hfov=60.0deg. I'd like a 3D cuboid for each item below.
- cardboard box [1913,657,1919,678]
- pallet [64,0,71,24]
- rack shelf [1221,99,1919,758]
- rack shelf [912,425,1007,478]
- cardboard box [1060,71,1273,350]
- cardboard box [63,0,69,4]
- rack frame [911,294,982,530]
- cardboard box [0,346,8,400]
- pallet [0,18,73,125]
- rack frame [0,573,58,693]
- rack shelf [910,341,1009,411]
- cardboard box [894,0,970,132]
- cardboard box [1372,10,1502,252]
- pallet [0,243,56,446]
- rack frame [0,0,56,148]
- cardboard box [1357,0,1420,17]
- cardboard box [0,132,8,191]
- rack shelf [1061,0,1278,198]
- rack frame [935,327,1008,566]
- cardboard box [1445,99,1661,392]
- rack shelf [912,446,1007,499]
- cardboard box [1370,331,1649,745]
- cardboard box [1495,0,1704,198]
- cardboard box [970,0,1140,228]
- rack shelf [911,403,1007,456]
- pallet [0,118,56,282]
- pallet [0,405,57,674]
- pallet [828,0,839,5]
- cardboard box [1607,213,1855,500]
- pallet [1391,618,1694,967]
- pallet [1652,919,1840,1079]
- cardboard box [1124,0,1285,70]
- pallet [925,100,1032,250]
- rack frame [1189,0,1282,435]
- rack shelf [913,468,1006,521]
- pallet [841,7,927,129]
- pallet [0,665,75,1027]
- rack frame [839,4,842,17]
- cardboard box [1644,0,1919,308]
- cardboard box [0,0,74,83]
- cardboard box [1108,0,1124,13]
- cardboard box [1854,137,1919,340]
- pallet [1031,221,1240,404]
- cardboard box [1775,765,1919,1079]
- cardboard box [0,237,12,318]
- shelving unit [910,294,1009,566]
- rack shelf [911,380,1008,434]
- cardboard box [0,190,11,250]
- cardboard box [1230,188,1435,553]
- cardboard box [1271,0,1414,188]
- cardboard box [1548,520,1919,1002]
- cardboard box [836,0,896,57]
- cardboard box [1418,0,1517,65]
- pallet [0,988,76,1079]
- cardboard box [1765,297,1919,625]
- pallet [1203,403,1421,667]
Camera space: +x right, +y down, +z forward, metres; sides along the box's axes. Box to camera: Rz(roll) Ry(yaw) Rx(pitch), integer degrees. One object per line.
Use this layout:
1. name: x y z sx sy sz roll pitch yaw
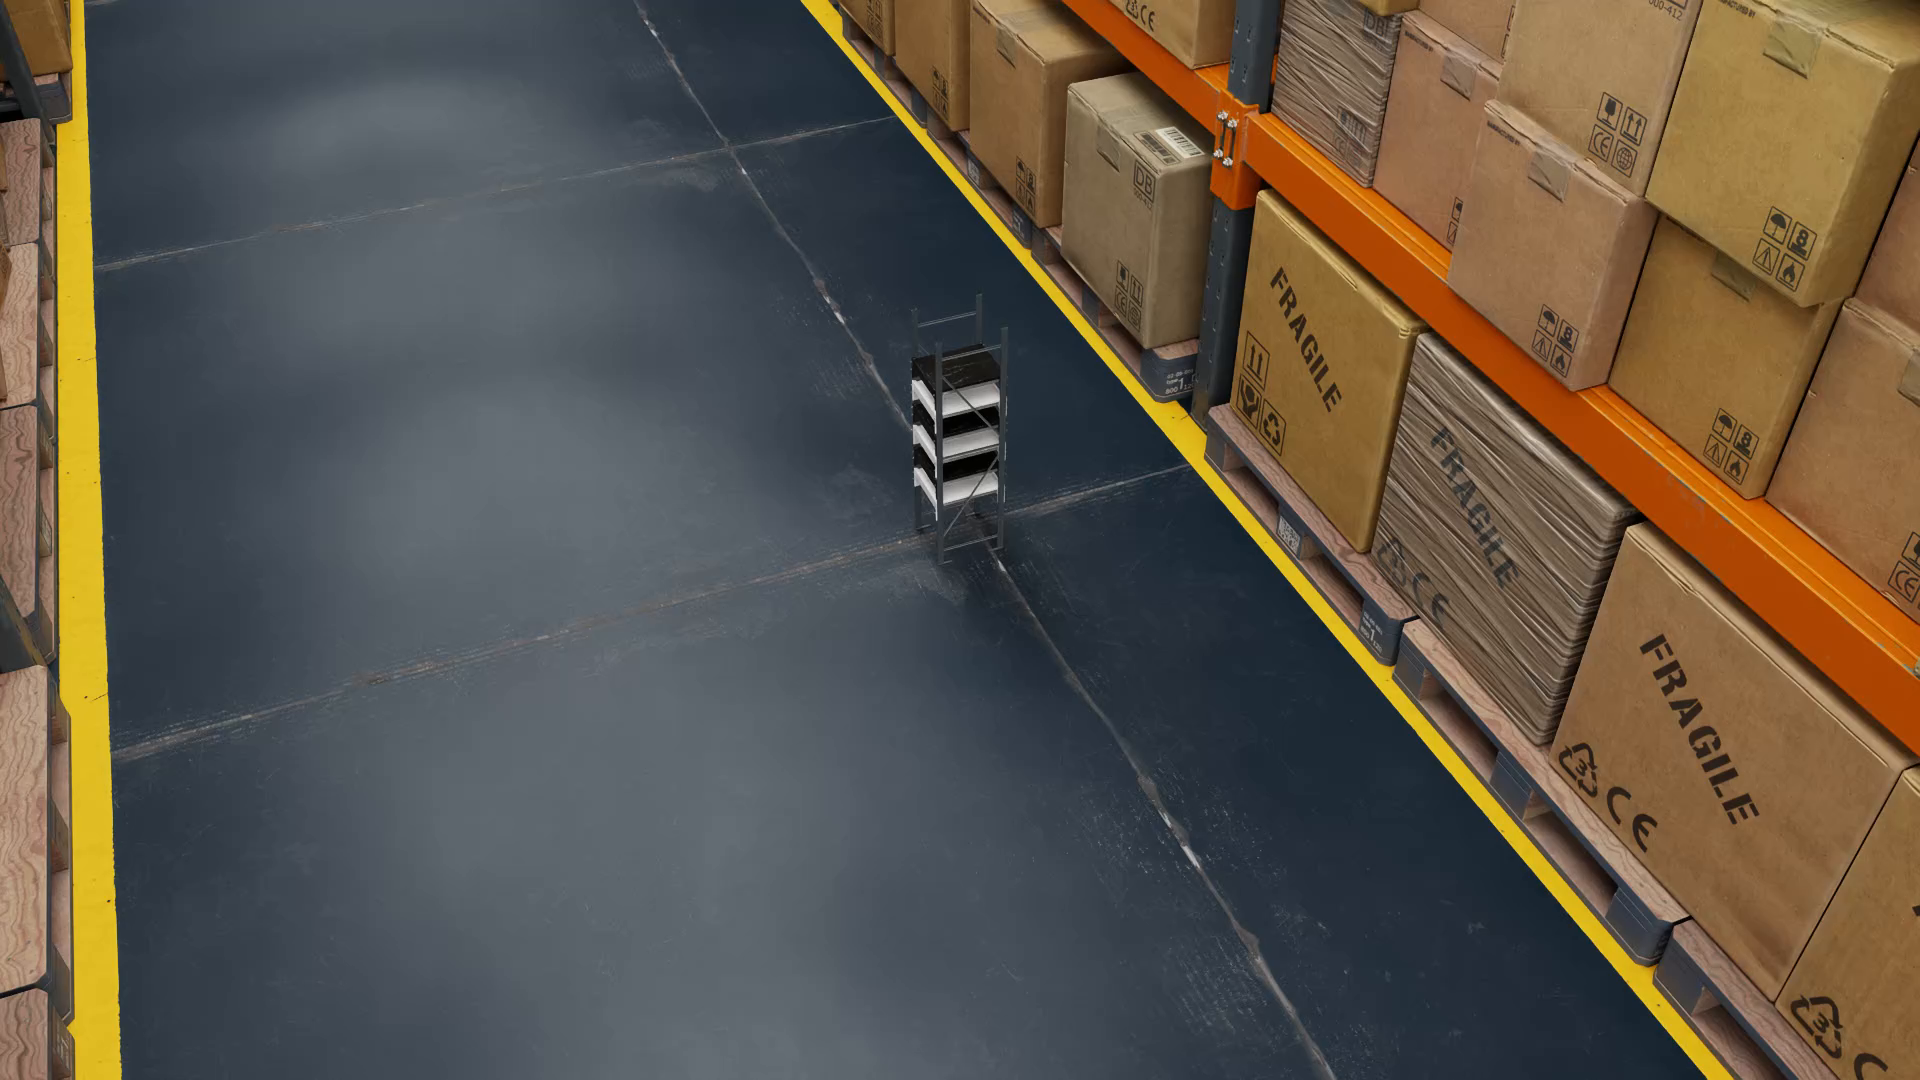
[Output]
1. cardboard box: 2.470 0.122 3.192 0.875 0.550 0.550 -15 43 -17
2. pallet: -5.492 -3.096 9.188 1.003 0.211 1.213 -15 43 -17
3. rack shelf: 2.119 -0.215 4.251 1.077 0.370 4.000 -15 43 -17
4. rack shelf: -0.003 -0.321 5.484 0.258 0.077 0.200 -15 43 -17
5. cardboard box: 1.034 -1.350 6.423 1.050 0.750 0.750 -15 43 -17
6. cardboard box: -5.376 -3.239 8.523 1.225 0.875 0.875 -15 43 -17
7. rack frame: -0.042 -0.407 5.534 0.240 0.900 0.006 -15 43 -17
8. cardboard box: -3.862 -0.739 5.888 0.700 0.500 0.500 -19 44 -20
9. pallet: -5.030 -2.362 8.335 1.003 0.211 1.213 -15 43 -17
10. rack frame: -3.267 -0.516 4.049 1.000 3.000 0.127 -15 43 -17
11. rack shelf: -0.003 -0.526 5.308 0.258 0.077 0.200 -15 43 -17
12. cardboard box: 0.311 -2.493 7.752 1.050 0.750 0.750 -14 43 -16
13. cardboard box: 1.738 -1.204 4.735 0.875 0.550 0.550 -15 43 -17
14. pallet: -4.037 -0.663 6.359 1.003 0.211 1.213 -15 43 -17
15. rack frame: -4.797 -2.925 6.851 1.000 3.000 0.127 -15 43 -17
16. cardboard box: 1.464 -1.928 4.748 0.875 0.550 0.550 -15 43 -17
17. cardboard box: -4.523 -1.746 7.059 0.700 0.500 0.500 -17 44 -19
18. rack shelf: 0.589 -2.624 7.053 1.077 0.370 4.000 -15 43 -17
19. rack frame: 0.036 -0.285 5.391 0.240 0.900 0.006 -15 43 -17
20. cardboard box: 1.836 -0.850 4.322 0.875 0.550 0.550 -15 43 -17
21. rack shelf: -0.003 -0.253 5.543 0.258 0.077 0.200 -15 43 -17
22. cardboard box: 1.879 -0.107 4.882 0.875 0.875 0.875 -15 43 -17
23. cardboard box: 1.861 -1.266 3.978 0.875 0.550 0.550 -15 43 -17
24. cardboard box: 0.668 -1.932 7.099 1.050 0.750 0.750 -15 43 -17
25. rack shelf: -0.003 -0.389 5.425 0.258 0.077 0.200 -15 43 -17
26. pallet: -4.500 -1.397 7.213 1.003 0.211 1.213 -15 43 -17
27. pallet: -3.566 0.073 5.503 1.003 0.211 1.213 -15 43 -17
28. pallet: -0.474 -3.516 9.676 1.003 0.211 1.213 -15 43 -17
29. cardboard box: 2.131 -0.555 3.980 0.875 0.550 0.500 -15 43 -17
30. pallet: 2.044 0.579 4.915 1.003 0.211 1.213 -15 43 -17
31. pallet: 2.506 1.313 4.062 1.003 0.211 1.213 -15 43 -17
32. cardboard box: 0.908 -1.978 5.673 0.500 0.500 0.500 -15 43 -17
33. pallet: 0.519 -1.817 7.701 1.003 0.211 1.213 -15 43 -17
34. rack frame: 1.354 -1.692 5.417 1.000 3.000 0.127 -15 43 -17
35. rack shelf: -0.003 -0.184 5.601 0.258 0.077 0.200 -15 43 -17
36. pallet: 0.056 -2.551 8.554 1.003 0.211 1.213 -15 43 -17
37. pallet: -2.977 0.937 4.498 1.003 0.211 1.213 -15 43 -17
38. rack frame: -0.176 -4.102 8.219 1.000 3.000 0.127 -15 43 -17
39. cardboard box: 2.071 -0.949 3.609 0.875 0.550 0.500 -15 43 -17
40. cardboard box: -5.042 -2.700 7.897 1.225 0.875 0.875 -17 44 -19
41. cardboard box: 0.714 -2.282 6.027 0.500 0.500 0.500 -16 43 -17
42. cardboard box: 2.394 -0.662 3.276 0.875 0.550 0.550 -15 43 -17
43. pallet: 0.989 -1.081 6.845 1.003 0.211 1.213 -15 43 -17
44. cardboard box: 2.564 0.972 3.627 0.875 0.875 0.875 -15 43 -17
45. cardboard box: -4.075 -1.075 6.279 0.700 0.500 0.500 -12 42 -13
46. shelving unit: -0.003 -0.346 5.462 0.258 0.900 0.210 -15 43 -17
47. rack shelf: -0.003 -0.457 5.367 0.258 0.077 0.200 -15 43 -17
48. cardboard box: -4.299 -1.415 6.674 0.700 0.500 0.500 -19 44 -20
49. cardboard box: 1.530 -0.650 5.512 0.875 0.875 0.875 -14 43 -16
50. cardboard box: 1.506 -1.530 5.113 0.875 0.550 0.550 -15 43 -17
51. cardboard box: 2.226 0.442 4.243 0.875 0.875 0.875 -16 43 -18
52. cardboard box: -0.026 -3.019 8.363 1.050 0.750 0.750 -16 43 -17
53. cardboard box: 1.781 -1.625 4.396 0.875 0.550 0.550 -15 43 -17
54. pallet: -2.507 1.673 3.642 1.003 0.211 1.213 -15 43 -17
55. cardboard box: 2.372 -0.246 3.621 0.875 0.550 0.550 -15 43 -17
56. pallet: 1.573 -0.157 5.771 1.003 0.211 1.213 -15 43 -17
